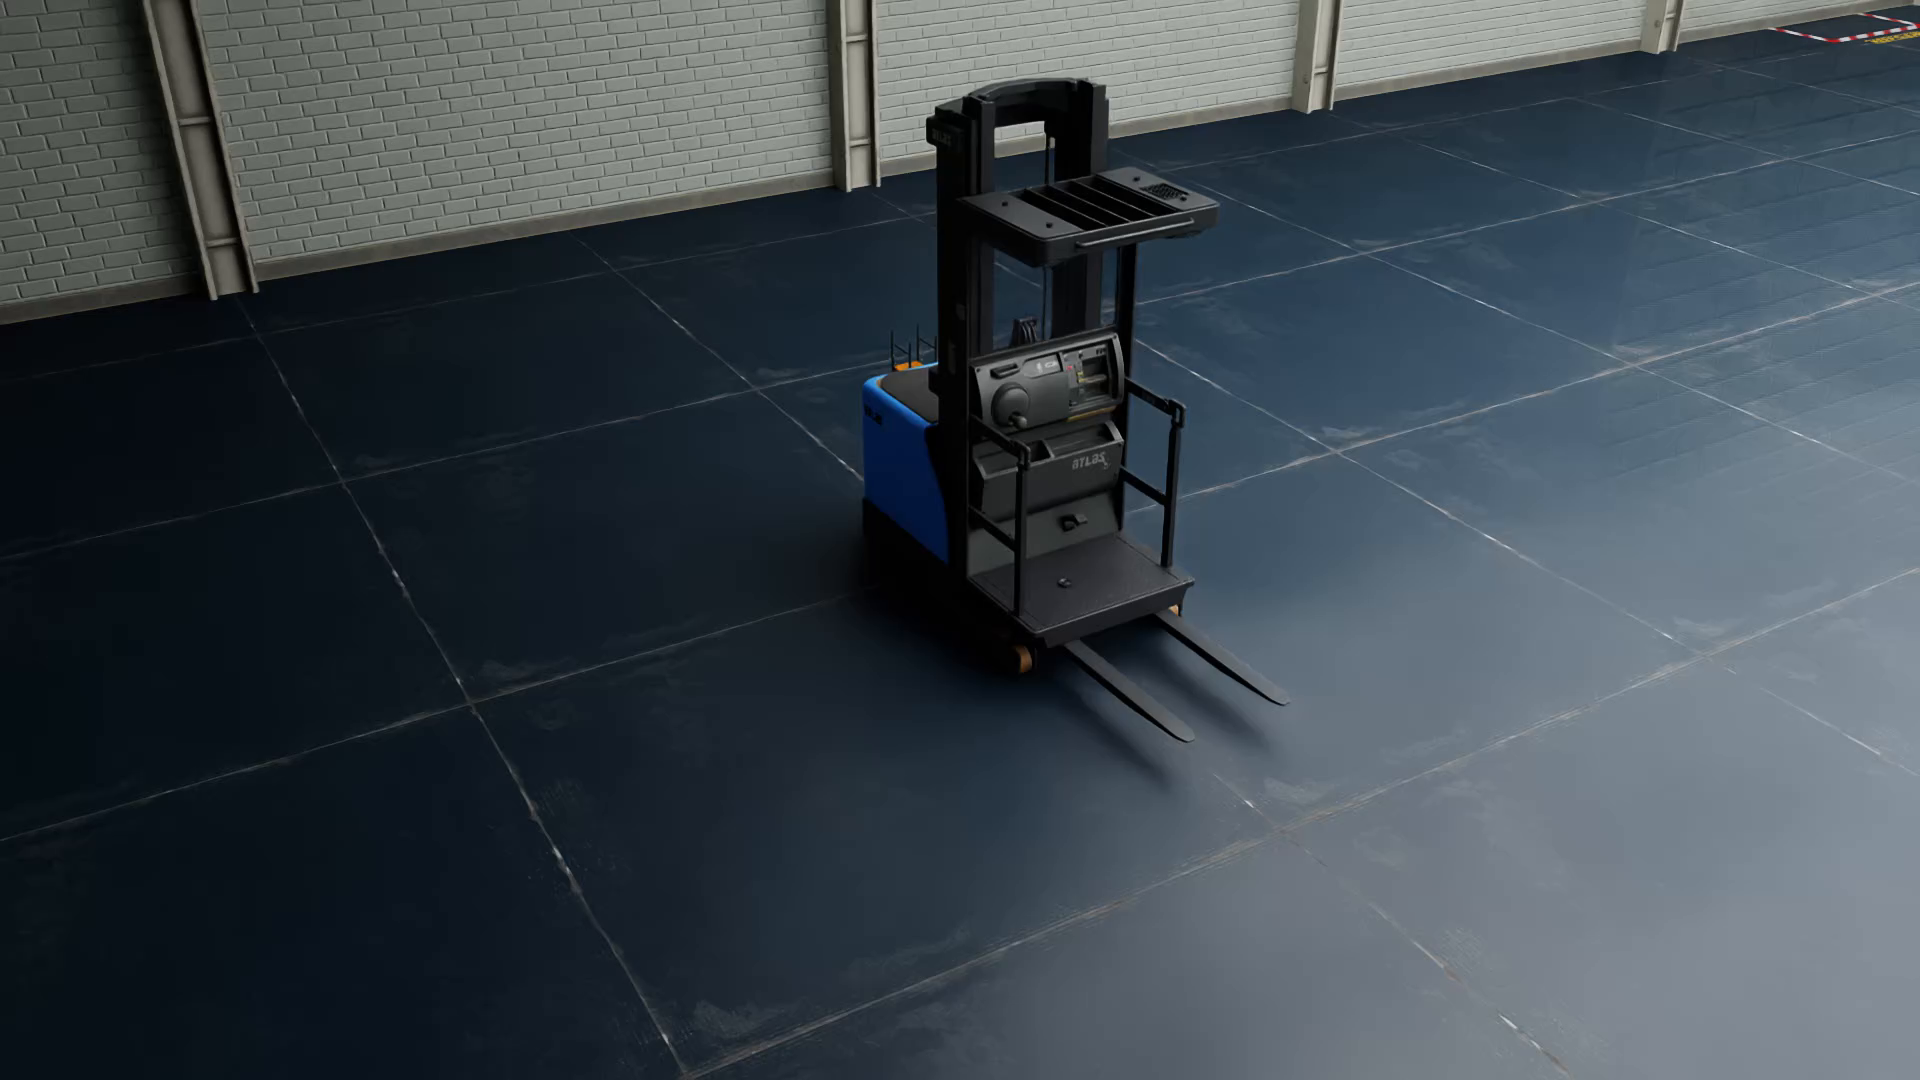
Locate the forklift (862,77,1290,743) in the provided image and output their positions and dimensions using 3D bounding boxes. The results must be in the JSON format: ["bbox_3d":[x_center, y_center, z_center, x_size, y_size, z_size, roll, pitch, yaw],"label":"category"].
[{"bbox_3d":[0.599,-0.810,8.783,1.130,2.935,3.031,-16,33,-27],"label":"forklift"}]

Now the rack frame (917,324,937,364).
[{"bbox_3d":[-0.203,-0.758,10.479,0.006,1.200,0.240,-16,33,-27],"label":"rack frame"}]

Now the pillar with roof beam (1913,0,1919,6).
[{"bbox_3d":[16.654,-10.150,19.427,0.400,9.000,9.100,-16,33,-26],"label":"pillar with roof beam"}]

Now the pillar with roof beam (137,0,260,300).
[{"bbox_3d":[-4.038,-4.275,8.782,0.400,9.000,9.100,-16,33,-26],"label":"pillar with roof beam"}]

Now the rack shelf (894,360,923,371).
[{"bbox_3d":[-0.281,-1.011,10.285,0.180,0.103,0.258,-16,33,-27],"label":"rack shelf"}]

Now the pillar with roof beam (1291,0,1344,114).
[{"bbox_3d":[6.308,-7.213,14.105,0.400,9.000,9.100,-16,33,-26],"label":"pillar with roof beam"}]

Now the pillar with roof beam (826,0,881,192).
[{"bbox_3d":[1.135,-5.744,11.443,0.400,9.000,9.100,-16,33,-26],"label":"pillar with roof beam"}]

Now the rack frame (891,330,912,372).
[{"bbox_3d":[-0.359,-0.712,10.396,0.006,1.200,0.240,-16,33,-27],"label":"rack frame"}]

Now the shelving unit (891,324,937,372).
[{"bbox_3d":[-0.281,-0.735,10.437,0.189,1.200,0.258,-16,33,-27],"label":"shelving unit"}]

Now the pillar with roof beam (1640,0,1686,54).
[{"bbox_3d":[11.481,-8.681,16.766,0.400,9.000,9.100,-16,33,-26],"label":"pillar with roof beam"}]
